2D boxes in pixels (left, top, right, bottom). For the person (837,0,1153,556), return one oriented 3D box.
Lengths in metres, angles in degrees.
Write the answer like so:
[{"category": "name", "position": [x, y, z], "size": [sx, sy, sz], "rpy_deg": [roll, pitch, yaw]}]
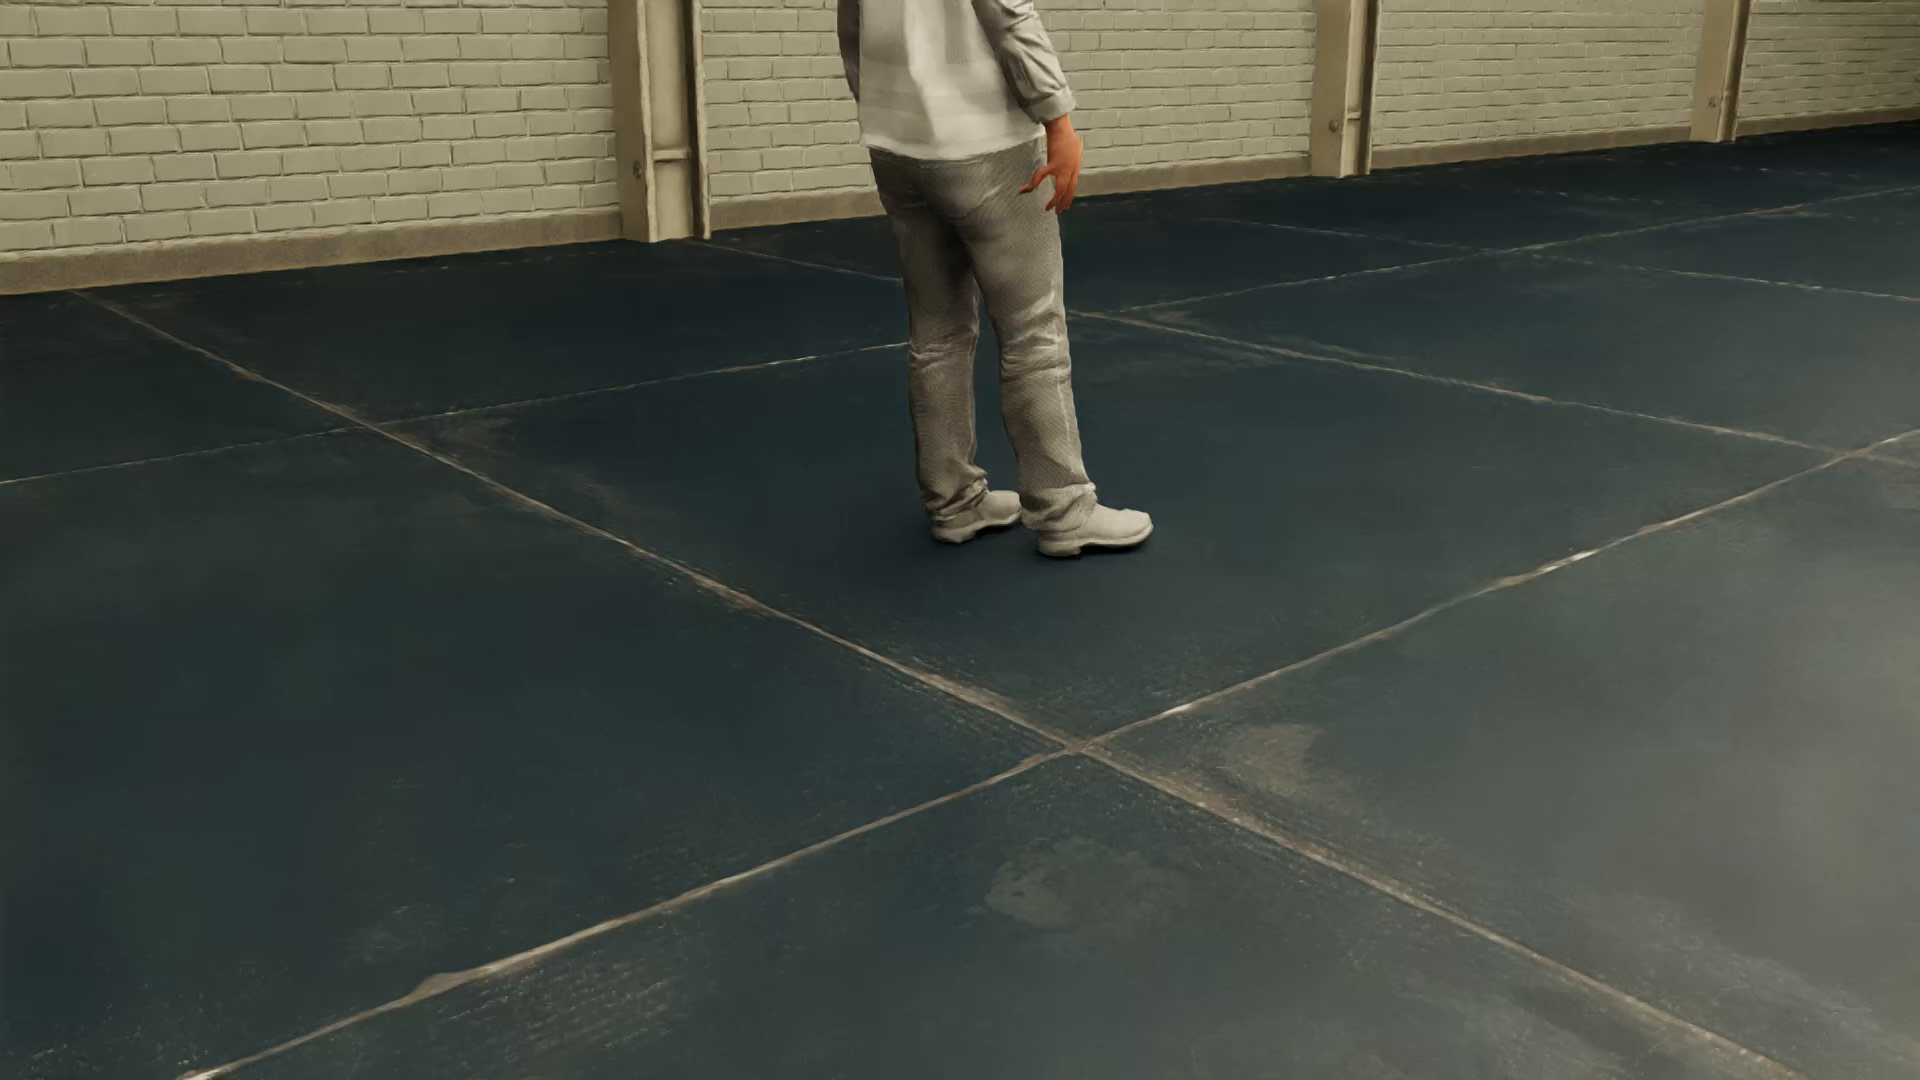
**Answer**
[{"category": "person", "position": [0.053, -0.864, 3.614], "size": [0.567, 1.773, 0.632], "rpy_deg": [-14, 22, -38]}]
